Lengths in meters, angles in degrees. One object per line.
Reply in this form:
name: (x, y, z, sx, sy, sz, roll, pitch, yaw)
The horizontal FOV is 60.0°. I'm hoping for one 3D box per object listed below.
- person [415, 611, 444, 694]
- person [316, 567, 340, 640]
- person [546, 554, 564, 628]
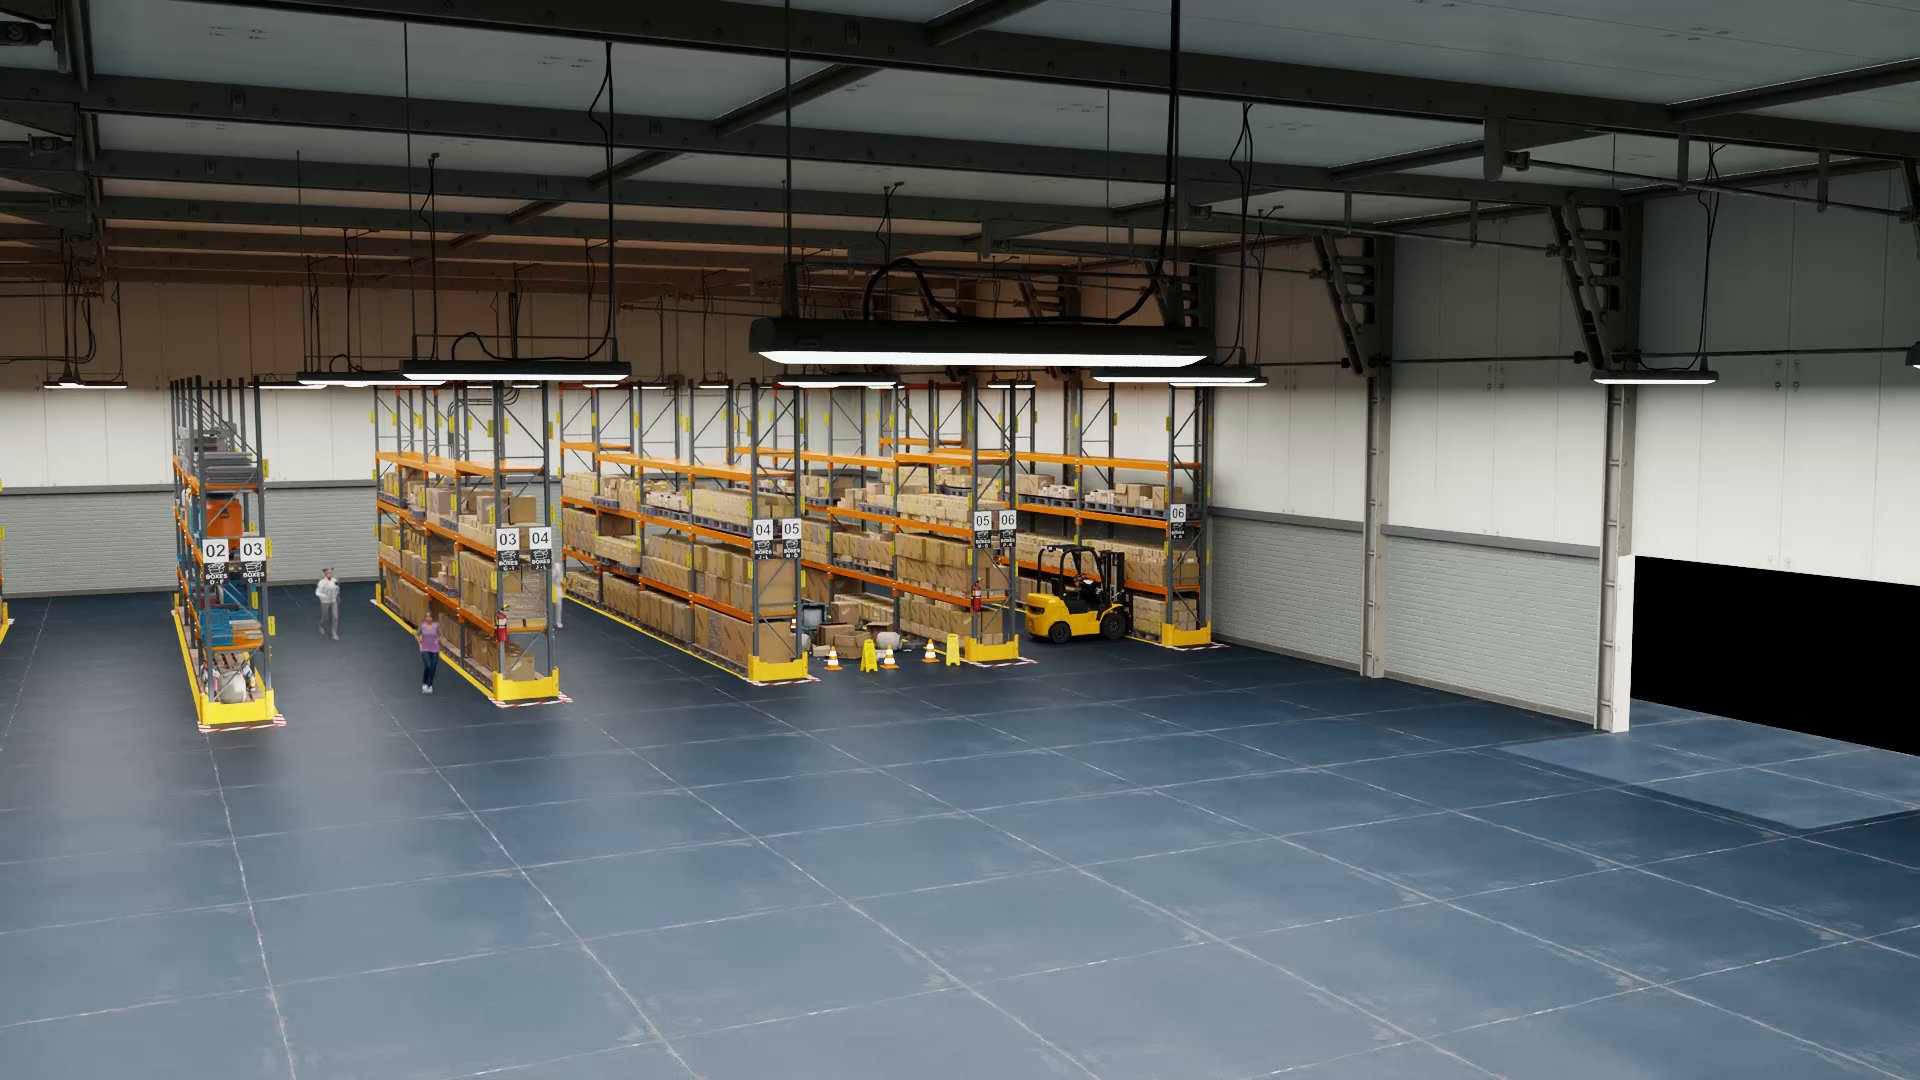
person: (-10.047, 2.134, 31.553, 0.512, 1.565, 0.631, -2, 6, -23)
person: (-14.662, 1.454, 38.602, 0.600, 1.681, 0.892, -5, 7, -42)
person: (-9.971, 1.223, 40.596, 0.690, 1.771, 1.042, -3, 6, -32)
